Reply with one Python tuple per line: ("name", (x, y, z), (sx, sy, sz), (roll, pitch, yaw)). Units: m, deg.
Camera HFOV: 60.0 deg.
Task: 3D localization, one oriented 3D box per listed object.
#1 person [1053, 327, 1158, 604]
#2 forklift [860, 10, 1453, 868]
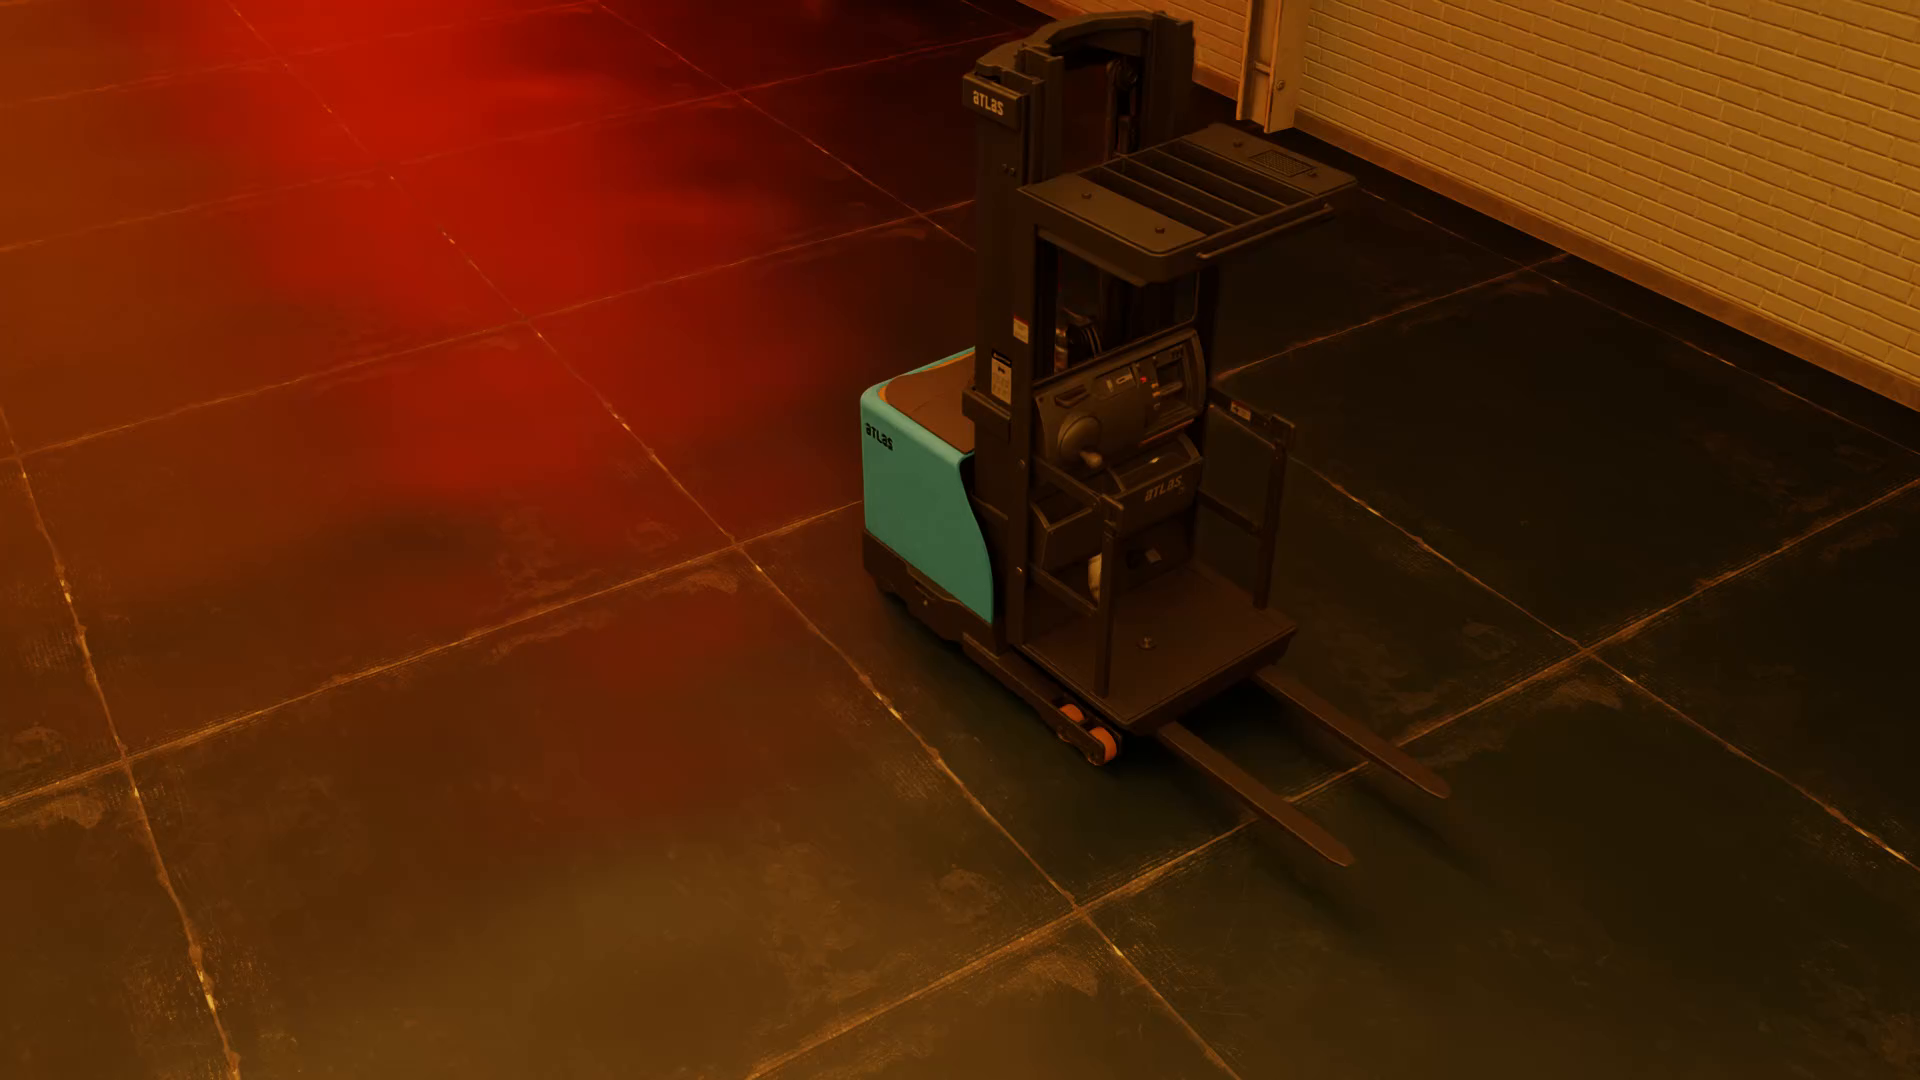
("person", (0.483, -0.185, 7.569), (0.835, 1.619, 0.580), (4, 35, 5))
("forklift", (0.823, -0.539, 6.914), (1.130, 2.935, 3.031), (-25, 42, -31))
